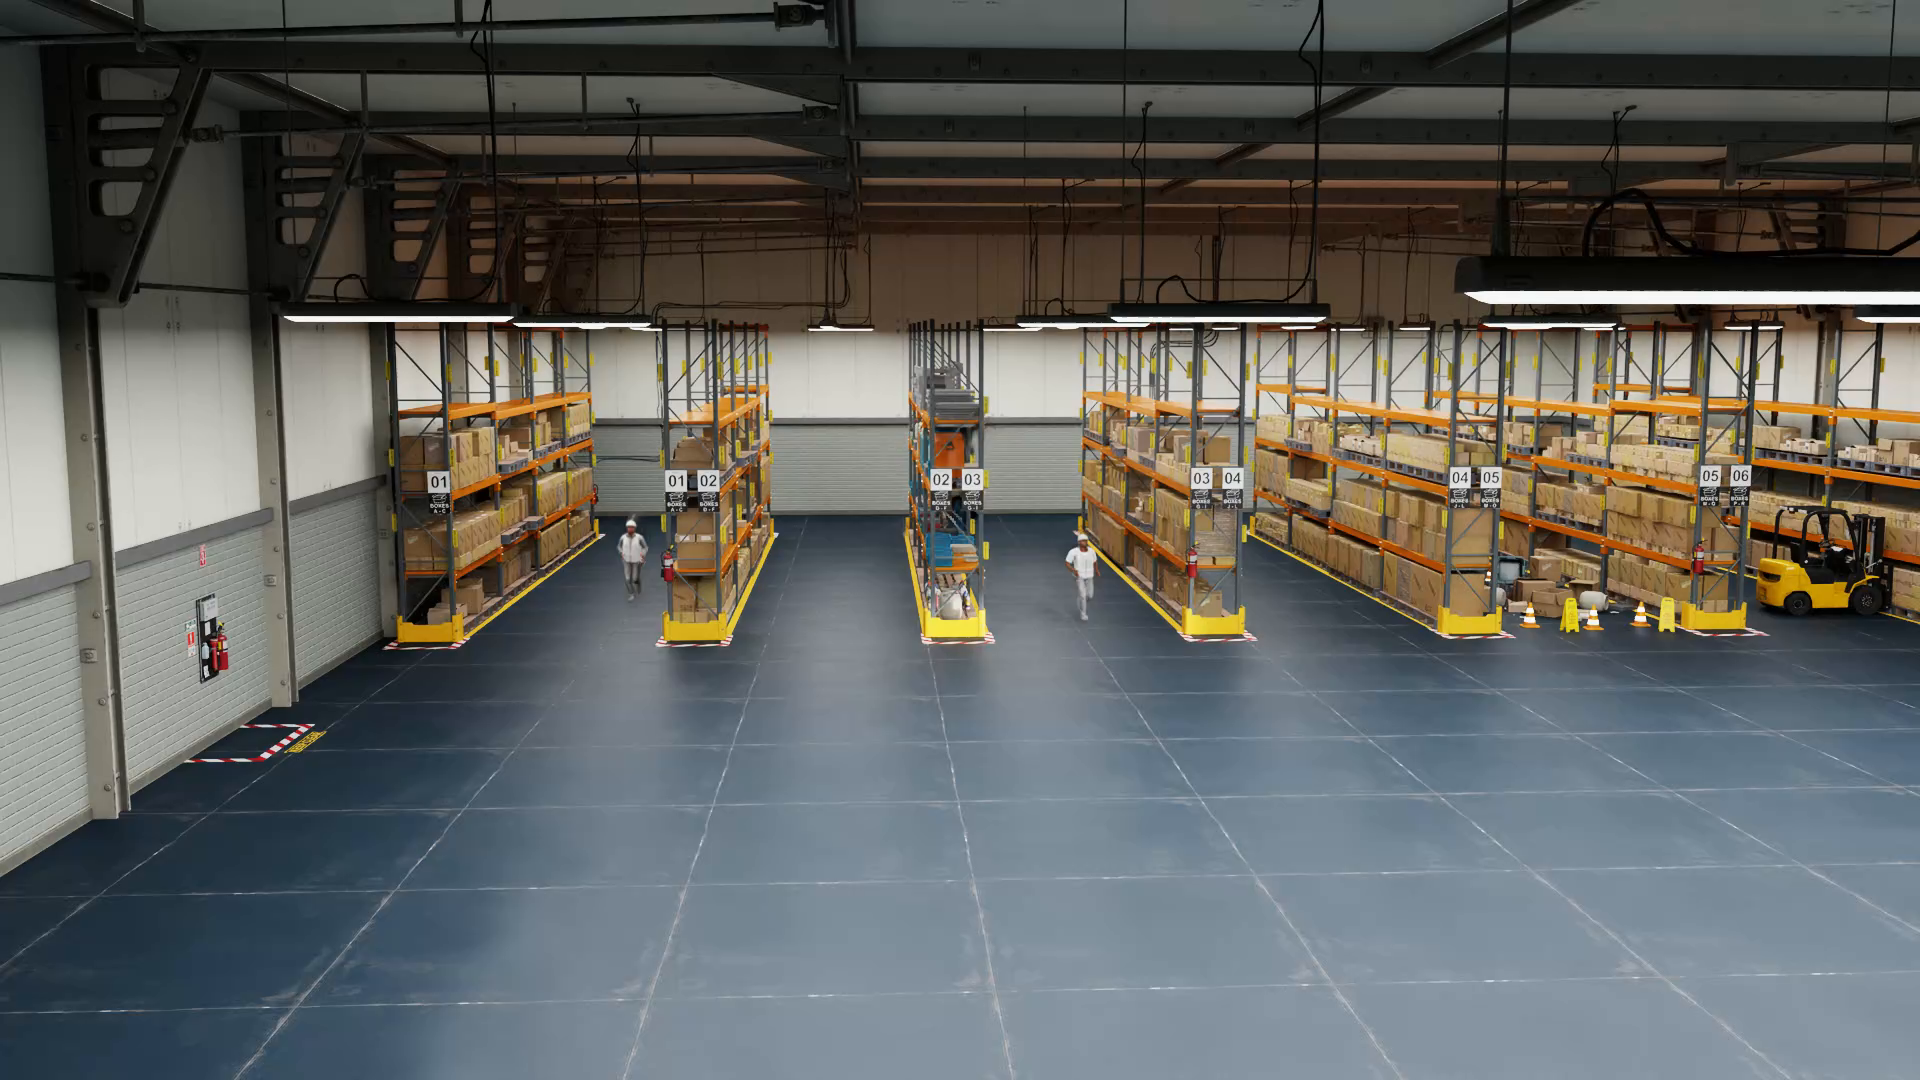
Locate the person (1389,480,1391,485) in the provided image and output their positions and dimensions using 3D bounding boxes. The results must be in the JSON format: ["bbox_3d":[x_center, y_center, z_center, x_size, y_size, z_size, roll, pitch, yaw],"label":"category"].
[{"bbox_3d":[12.657,-1.168,49.289,0.618,1.618,0.574,-1,7,-6],"label":"person"}]

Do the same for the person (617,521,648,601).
[{"bbox_3d":[-7.101,0.444,35.913,0.623,1.731,0.585,0,7,-1],"label":"person"}]

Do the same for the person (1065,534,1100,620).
[{"bbox_3d":[2.465,0.733,33.587,0.702,1.726,0.593,-2,7,-18],"label":"person"}]
